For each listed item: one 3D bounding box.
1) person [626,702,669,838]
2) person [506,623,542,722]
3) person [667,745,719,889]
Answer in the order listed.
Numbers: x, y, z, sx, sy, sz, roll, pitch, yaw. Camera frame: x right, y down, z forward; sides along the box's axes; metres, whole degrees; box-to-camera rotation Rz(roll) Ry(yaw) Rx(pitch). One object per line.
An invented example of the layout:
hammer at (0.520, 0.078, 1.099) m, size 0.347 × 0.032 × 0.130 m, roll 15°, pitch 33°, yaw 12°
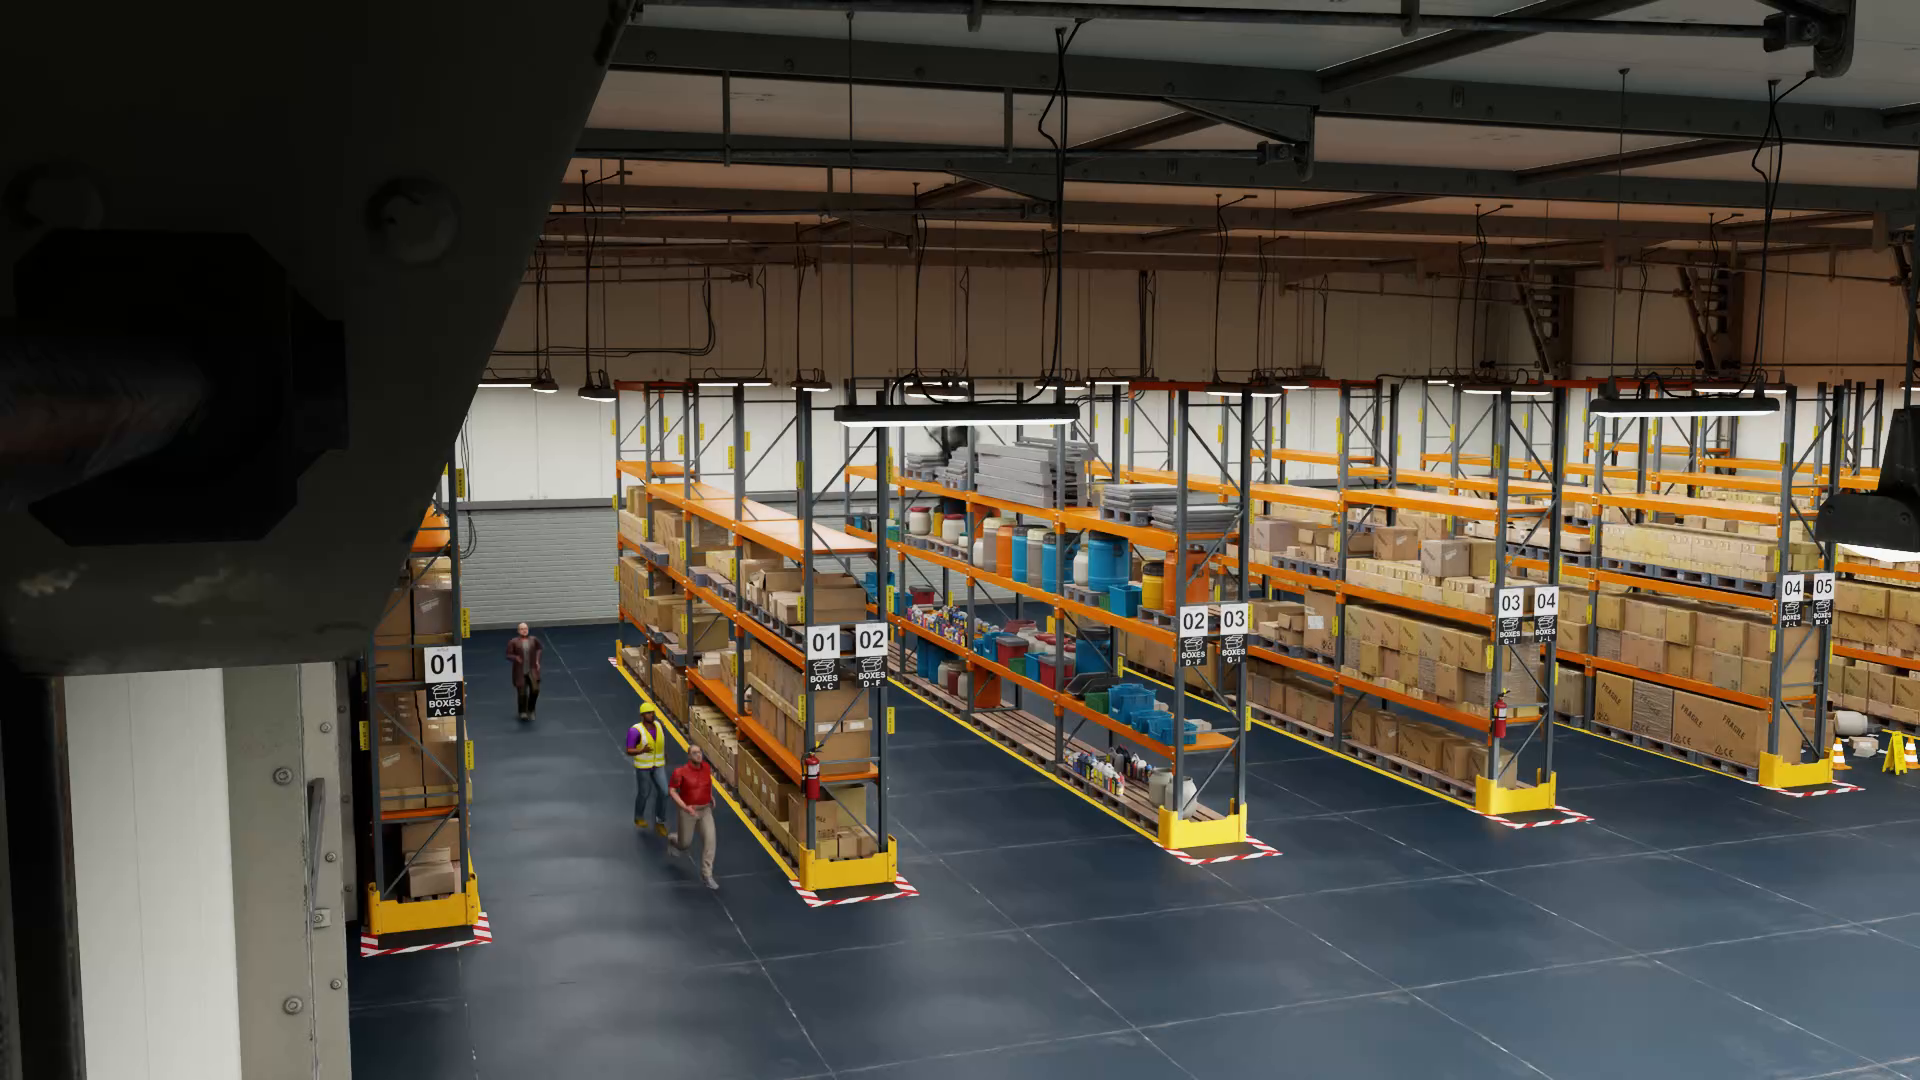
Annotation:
person at (-4.178, 3.088, 22.395) m, size 0.674 × 1.823 × 0.730 m, roll -4°, pitch 7°, yaw -35°
person at (-7.677, 2.351, 29.423) m, size 0.674 × 1.778 × 0.753 m, roll -3°, pitch 7°, yaw -24°
person at (-3.280, 3.358, 20.431) m, size 0.642 × 1.723 × 1.026 m, roll -4°, pitch 7°, yaw -33°
